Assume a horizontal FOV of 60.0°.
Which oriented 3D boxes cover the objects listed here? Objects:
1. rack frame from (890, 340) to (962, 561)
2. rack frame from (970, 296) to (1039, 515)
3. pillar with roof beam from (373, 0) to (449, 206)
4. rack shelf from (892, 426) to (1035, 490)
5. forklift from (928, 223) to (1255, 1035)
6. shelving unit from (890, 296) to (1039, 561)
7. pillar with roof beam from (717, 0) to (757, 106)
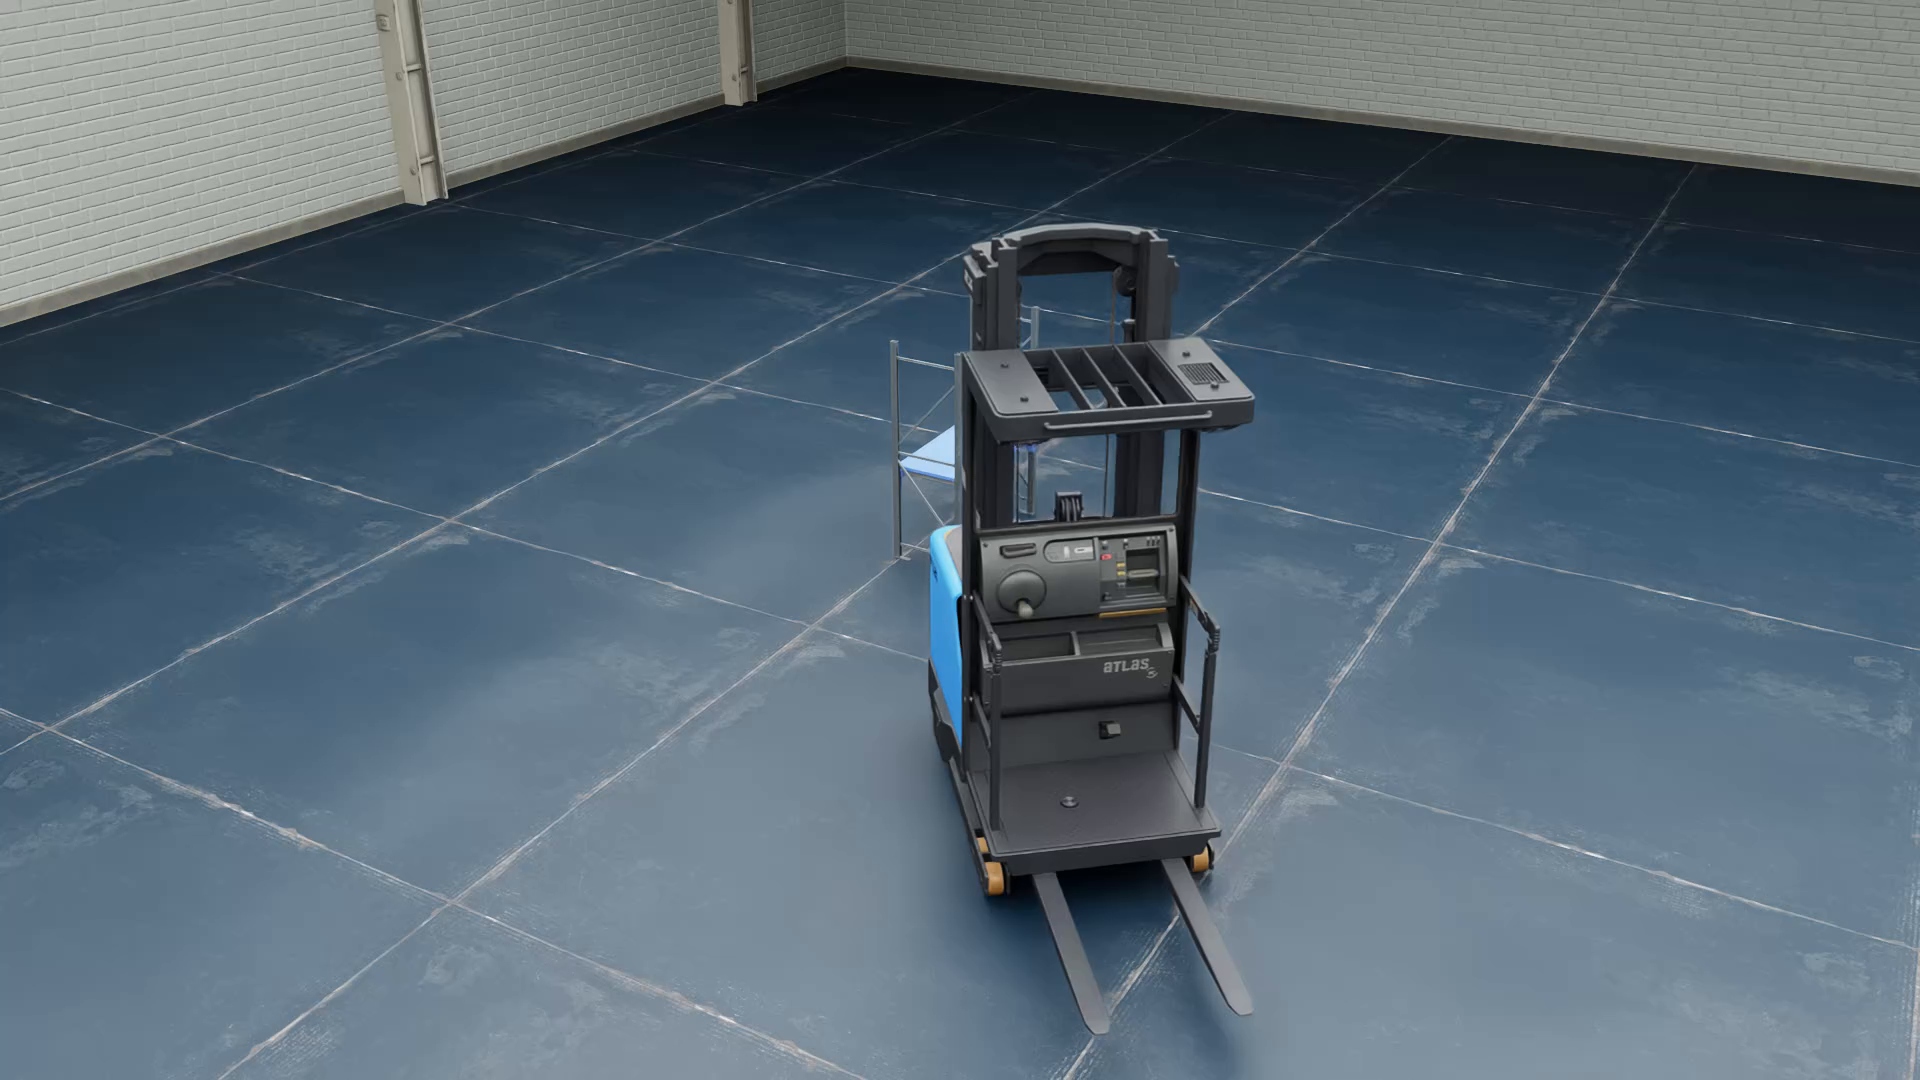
[{"bbox_3d":[-0.208,-0.506,10.505,0.500,1.500,0.032,14,30,26],"label":"rack frame"},{"bbox_3d":[0.292,-0.902,11.296,0.500,1.500,0.032,14,30,26],"label":"rack frame"},{"bbox_3d":[-2.315,-6.940,14.981,9.100,9.000,0.400,14,30,26],"label":"pillar with roof beam"},{"bbox_3d":[0.042,-0.543,10.981,0.538,0.185,1.000,14,30,26],"label":"rack shelf"},{"bbox_3d":[0.596,0.186,7.523,1.130,2.935,3.031,-5,27,-9],"label":"forklift"},{"bbox_3d":[0.042,-0.704,10.901,0.538,1.500,1.048,14,30,26],"label":"shelving unit"},{"bbox_3d":[0.637,-9.278,19.652,9.100,9.000,0.400,14,30,26],"label":"pillar with roof beam"}]
